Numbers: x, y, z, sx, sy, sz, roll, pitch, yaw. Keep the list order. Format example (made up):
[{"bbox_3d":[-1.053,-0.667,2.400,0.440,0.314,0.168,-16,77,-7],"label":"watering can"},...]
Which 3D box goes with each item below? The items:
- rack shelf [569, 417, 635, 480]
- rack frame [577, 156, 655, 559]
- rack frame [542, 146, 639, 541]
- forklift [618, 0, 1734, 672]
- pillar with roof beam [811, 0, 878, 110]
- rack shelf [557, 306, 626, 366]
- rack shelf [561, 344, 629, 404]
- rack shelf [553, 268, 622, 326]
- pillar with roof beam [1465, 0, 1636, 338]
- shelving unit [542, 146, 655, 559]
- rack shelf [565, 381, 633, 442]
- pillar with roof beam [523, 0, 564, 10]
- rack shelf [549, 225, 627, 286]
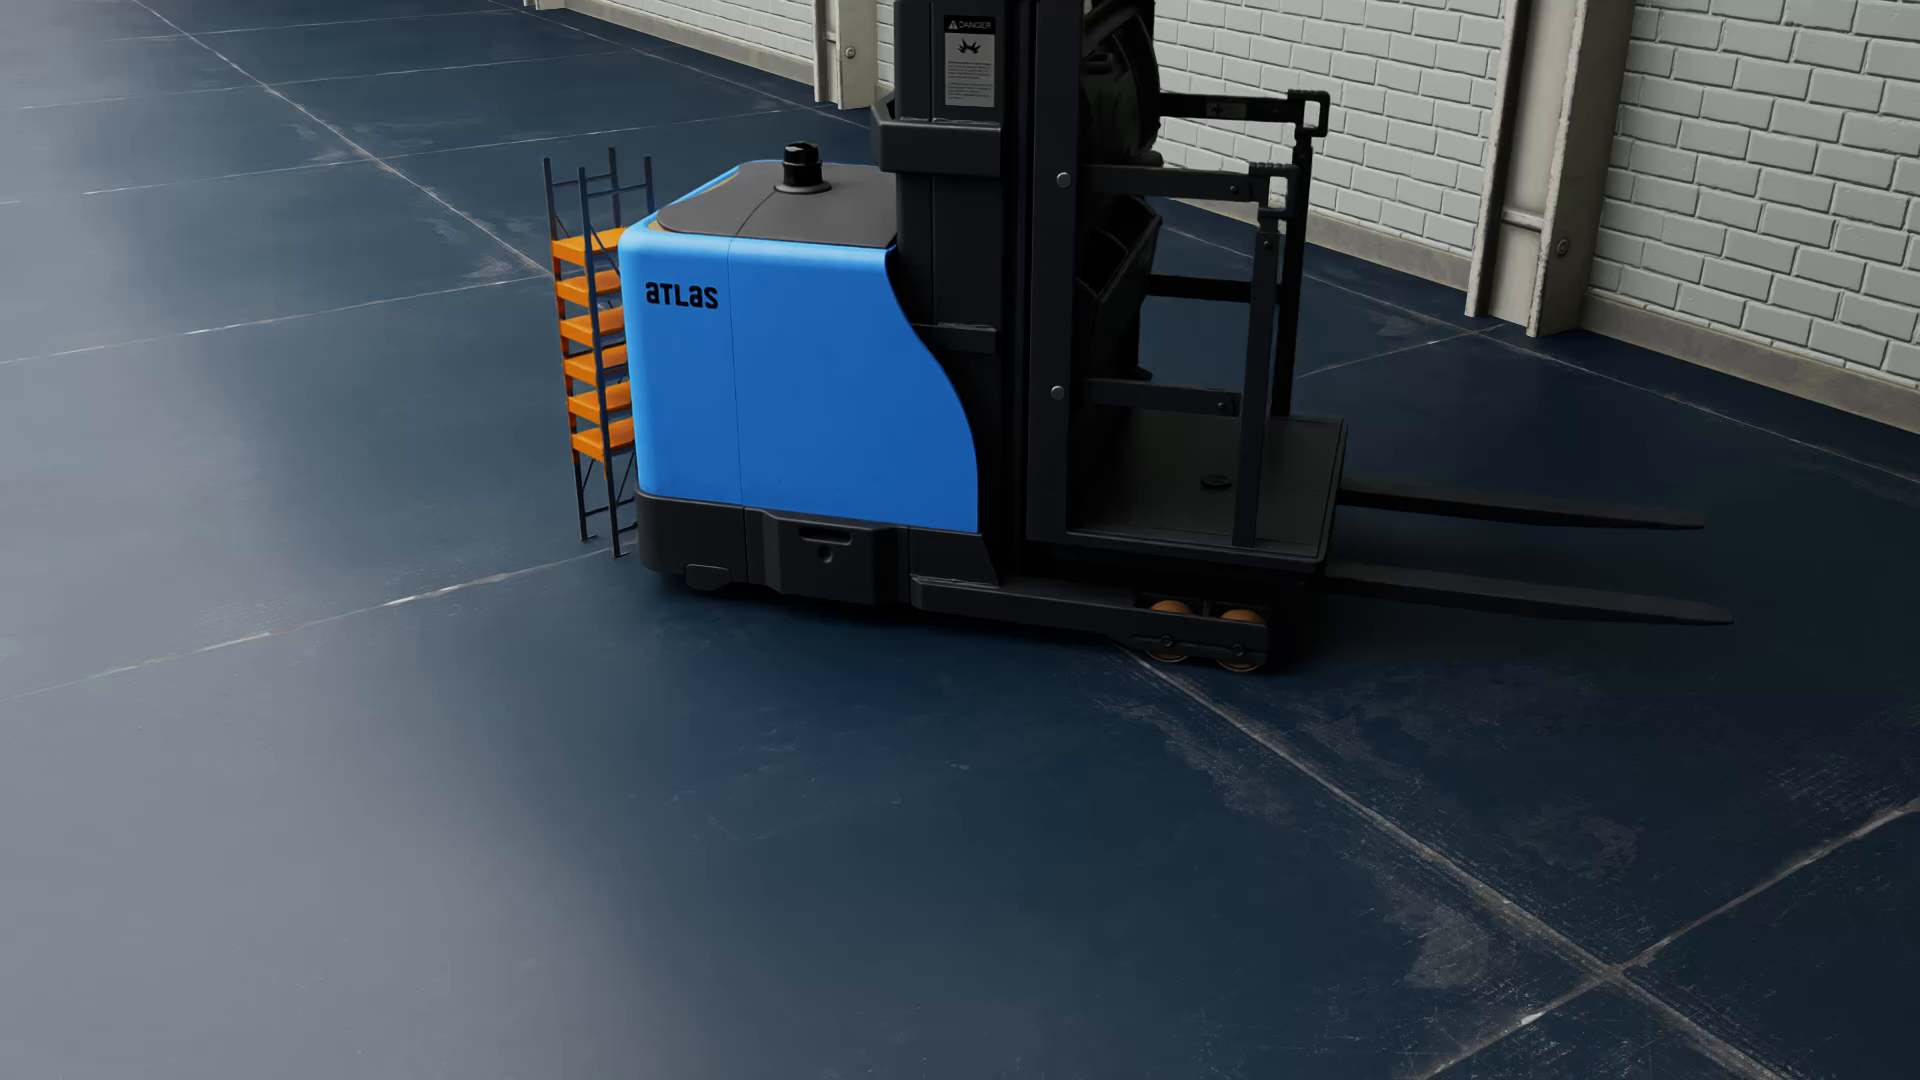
[{"bbox_3d":[-1.041,-0.291,5.121,0.258,0.103,0.180,-22,32,-39],"label":"rack shelf"},{"bbox_3d":[-0.977,-0.522,4.943,0.240,1.200,0.006,-22,32,-39],"label":"rack frame"},{"bbox_3d":[-1.104,-0.577,5.063,0.240,1.200,0.006,-22,32,-39],"label":"rack frame"},{"bbox_3d":[0.622,-1.220,4.402,3.031,2.935,1.130,7,26,14],"label":"forklift"},{"bbox_3d":[-4.413,-6.178,7.796,9.100,9.000,0.400,-16,29,-30],"label":"pillar with roof beam"},{"bbox_3d":[-1.040,-0.618,4.972,0.258,0.103,0.180,-22,32,-39],"label":"rack shelf"},{"bbox_3d":[-1.040,-0.509,5.021,0.258,0.103,0.180,-22,32,-39],"label":"rack shelf"},{"bbox_3d":[-1.040,-0.727,4.922,0.258,0.103,0.180,-22,32,-39],"label":"rack shelf"},{"bbox_3d":[-1.138,-4.032,3.250,9.100,9.000,0.400,-16,29,-30],"label":"pillar with roof beam"},{"bbox_3d":[-1.040,-0.549,5.003,0.258,1.200,0.189,-22,32,-39],"label":"shelving unit"},{"bbox_3d":[-1.041,-0.400,5.071,0.258,0.103,0.180,-22,32,-39],"label":"rack shelf"},{"bbox_3d":[-7.689,-8.324,12.342,9.100,9.000,0.400,-16,29,-30],"label":"pillar with roof beam"},{"bbox_3d":[-1.040,-0.837,4.872,0.258,0.103,0.180,-22,32,-39],"label":"rack shelf"}]
